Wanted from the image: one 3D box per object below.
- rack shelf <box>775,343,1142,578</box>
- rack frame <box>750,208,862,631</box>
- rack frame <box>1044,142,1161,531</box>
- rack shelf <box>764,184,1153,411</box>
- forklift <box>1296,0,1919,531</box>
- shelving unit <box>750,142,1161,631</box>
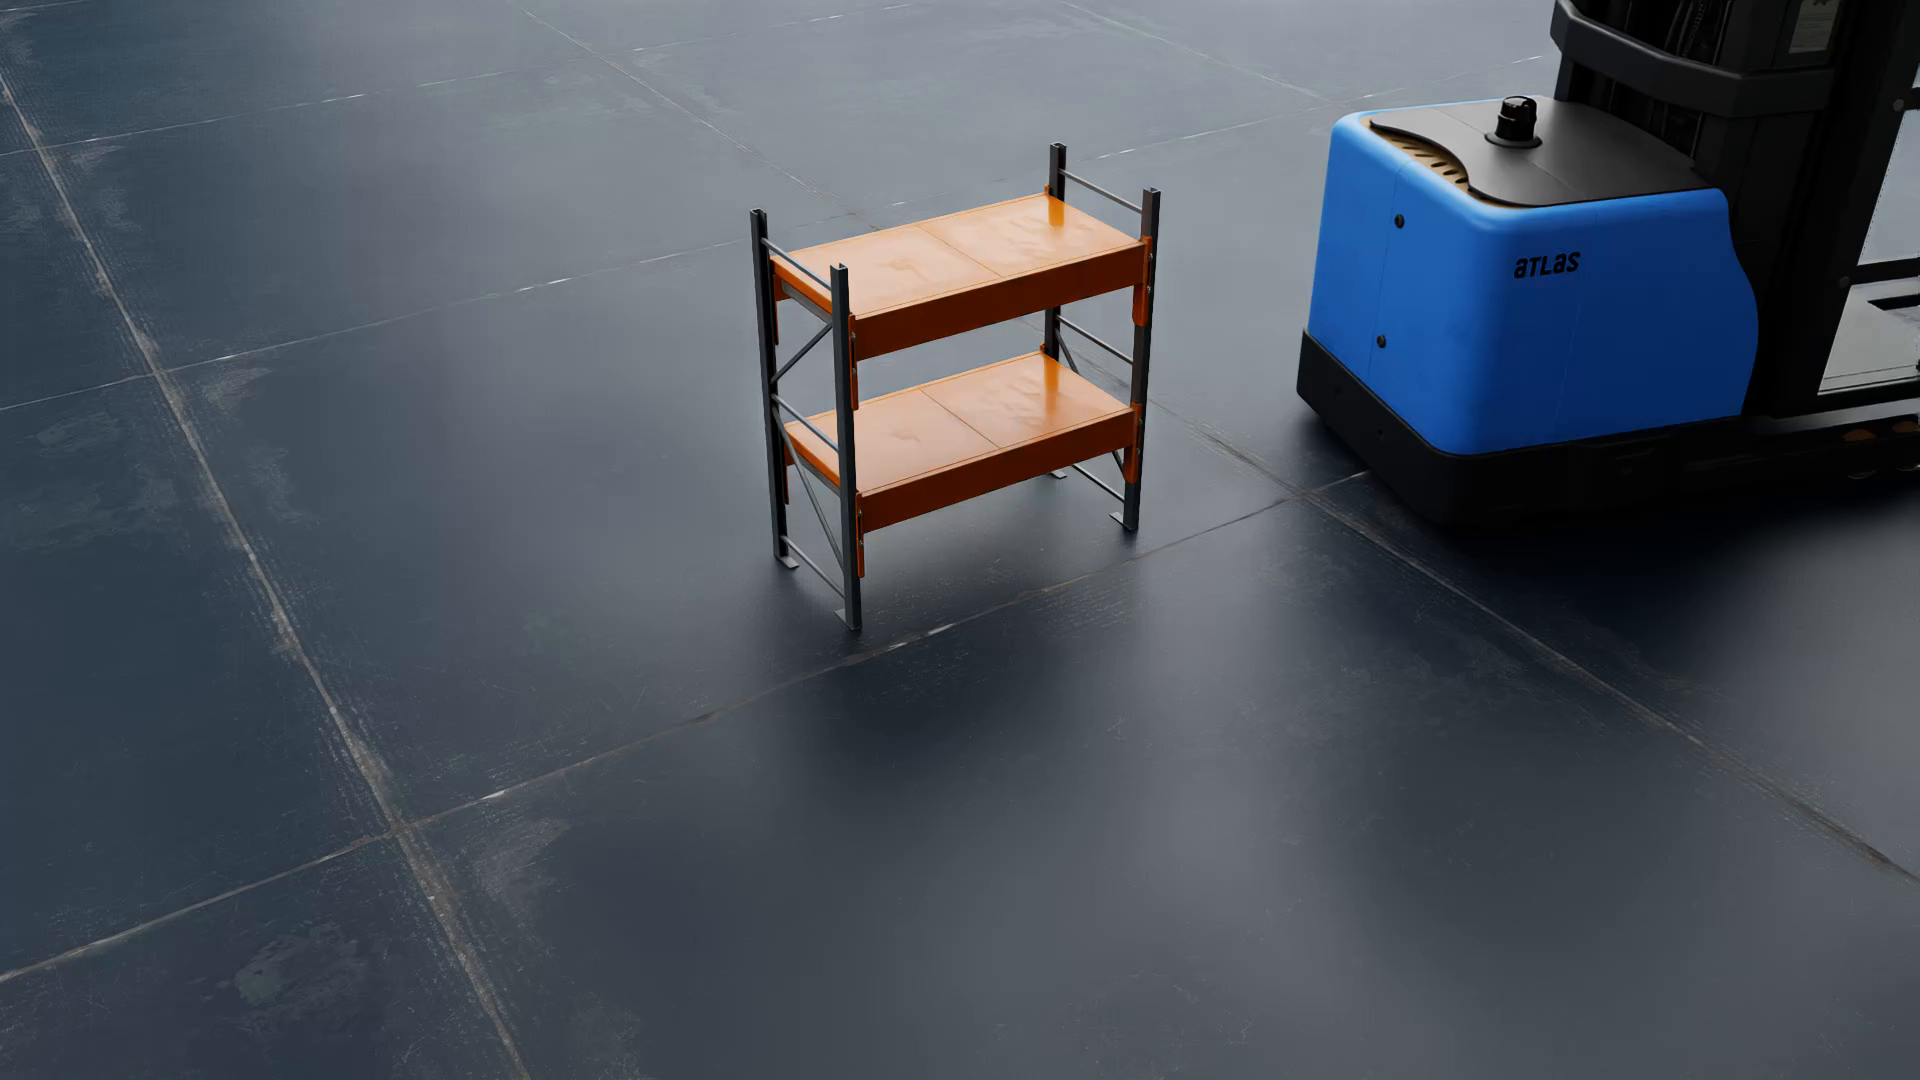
[{"bbox_3d":[-0.006,-0.267,5.077,1.000,0.278,0.538,-19,37,-27],"label":"rack shelf"},{"bbox_3d":[-0.433,-0.327,4.714,0.032,1.125,0.500,-19,37,-27],"label":"rack frame"},{"bbox_3d":[0.422,-0.621,5.180,0.032,1.125,0.500,-19,37,-27],"label":"rack frame"},{"bbox_3d":[-0.006,-0.721,4.791,1.000,0.278,0.538,-19,37,-27],"label":"rack shelf"},{"bbox_3d":[2.781,-1.704,5.205,3.031,2.935,1.130,-9,33,-14],"label":"forklift"},{"bbox_3d":[-0.006,-0.474,4.947,1.048,1.125,0.538,-19,37,-27],"label":"shelving unit"}]
